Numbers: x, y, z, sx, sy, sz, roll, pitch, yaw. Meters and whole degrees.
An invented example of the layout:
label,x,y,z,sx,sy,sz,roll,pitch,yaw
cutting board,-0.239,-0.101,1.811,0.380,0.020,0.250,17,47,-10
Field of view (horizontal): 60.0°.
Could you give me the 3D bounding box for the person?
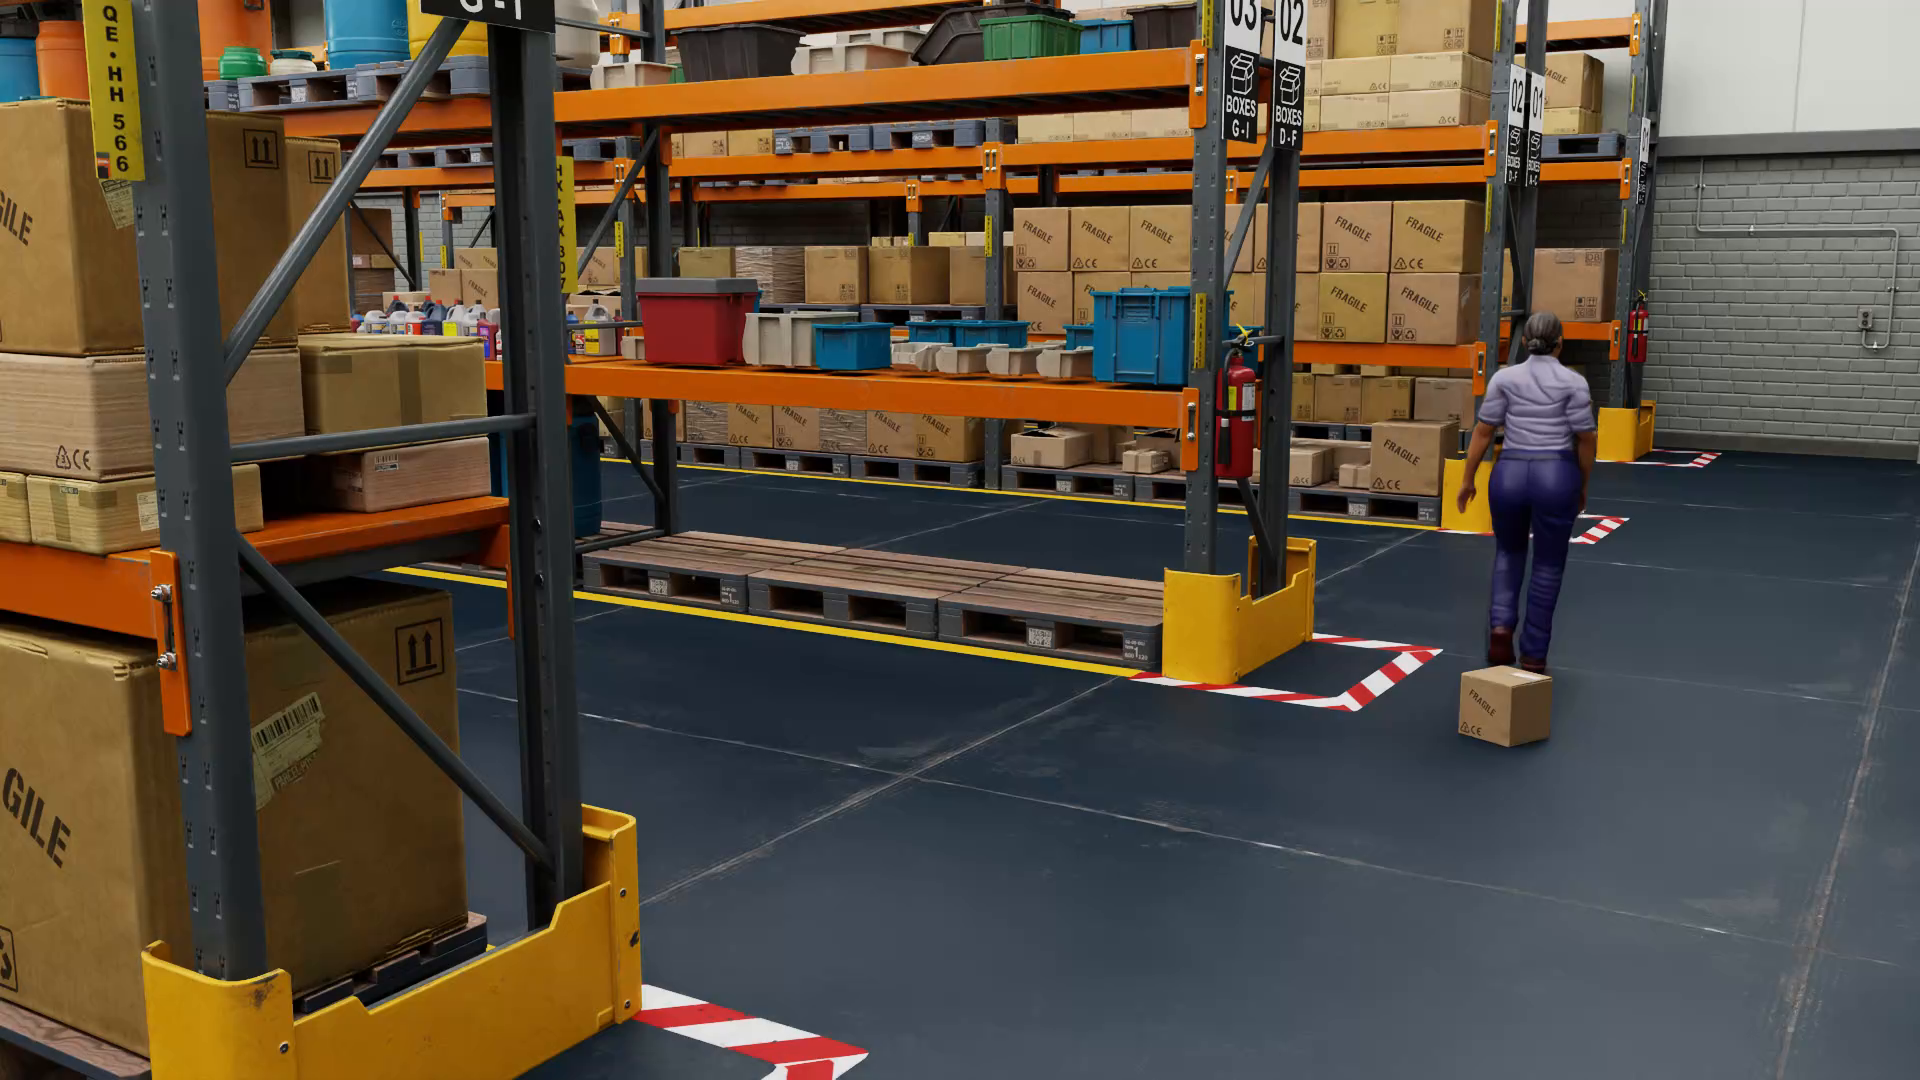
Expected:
label,x,y,z,sx,sy,sz,roll,pitch,yaw
person,2.624,-0.212,7.715,0.595,1.689,0.453,6,11,34
